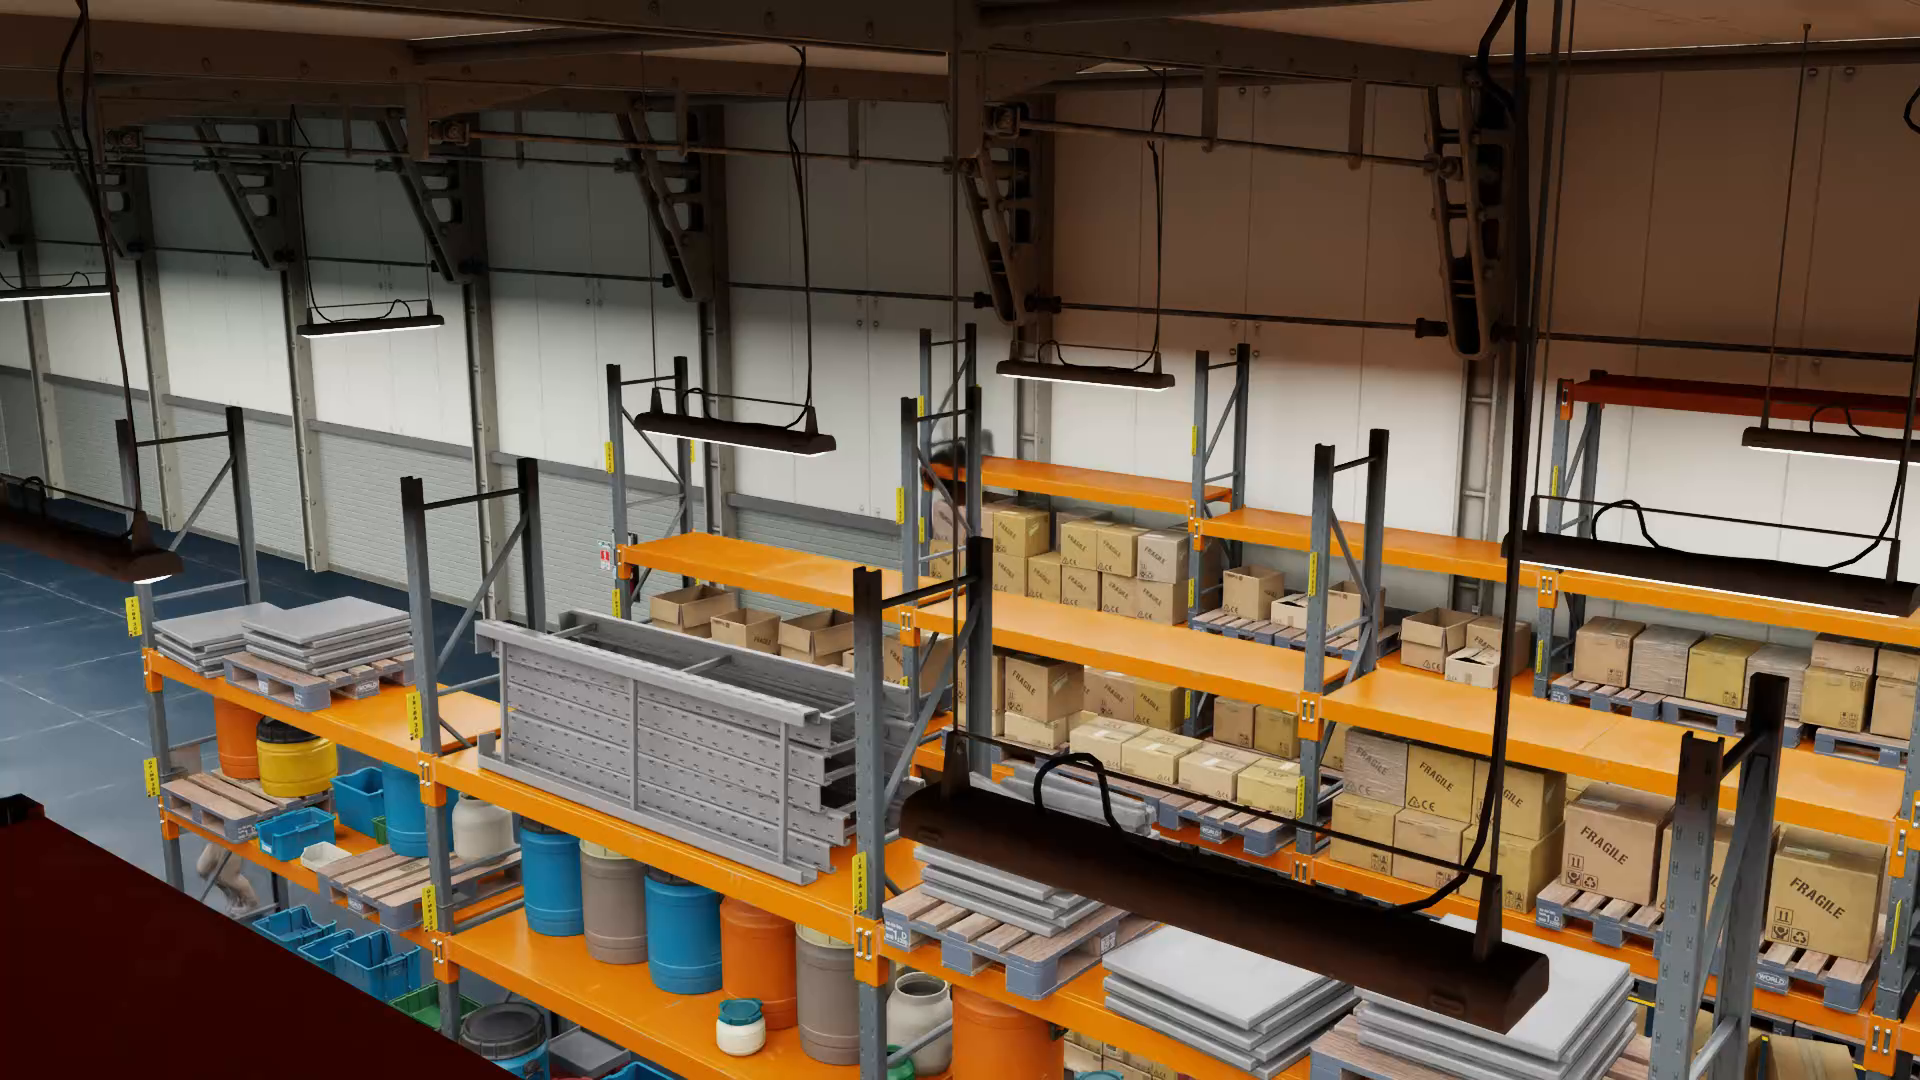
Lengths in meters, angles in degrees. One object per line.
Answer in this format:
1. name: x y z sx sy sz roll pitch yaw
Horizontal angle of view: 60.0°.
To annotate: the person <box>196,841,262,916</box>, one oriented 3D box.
1. person: -7.949 3.275 17.902 0.669 1.717 0.645 -6 14 -25
